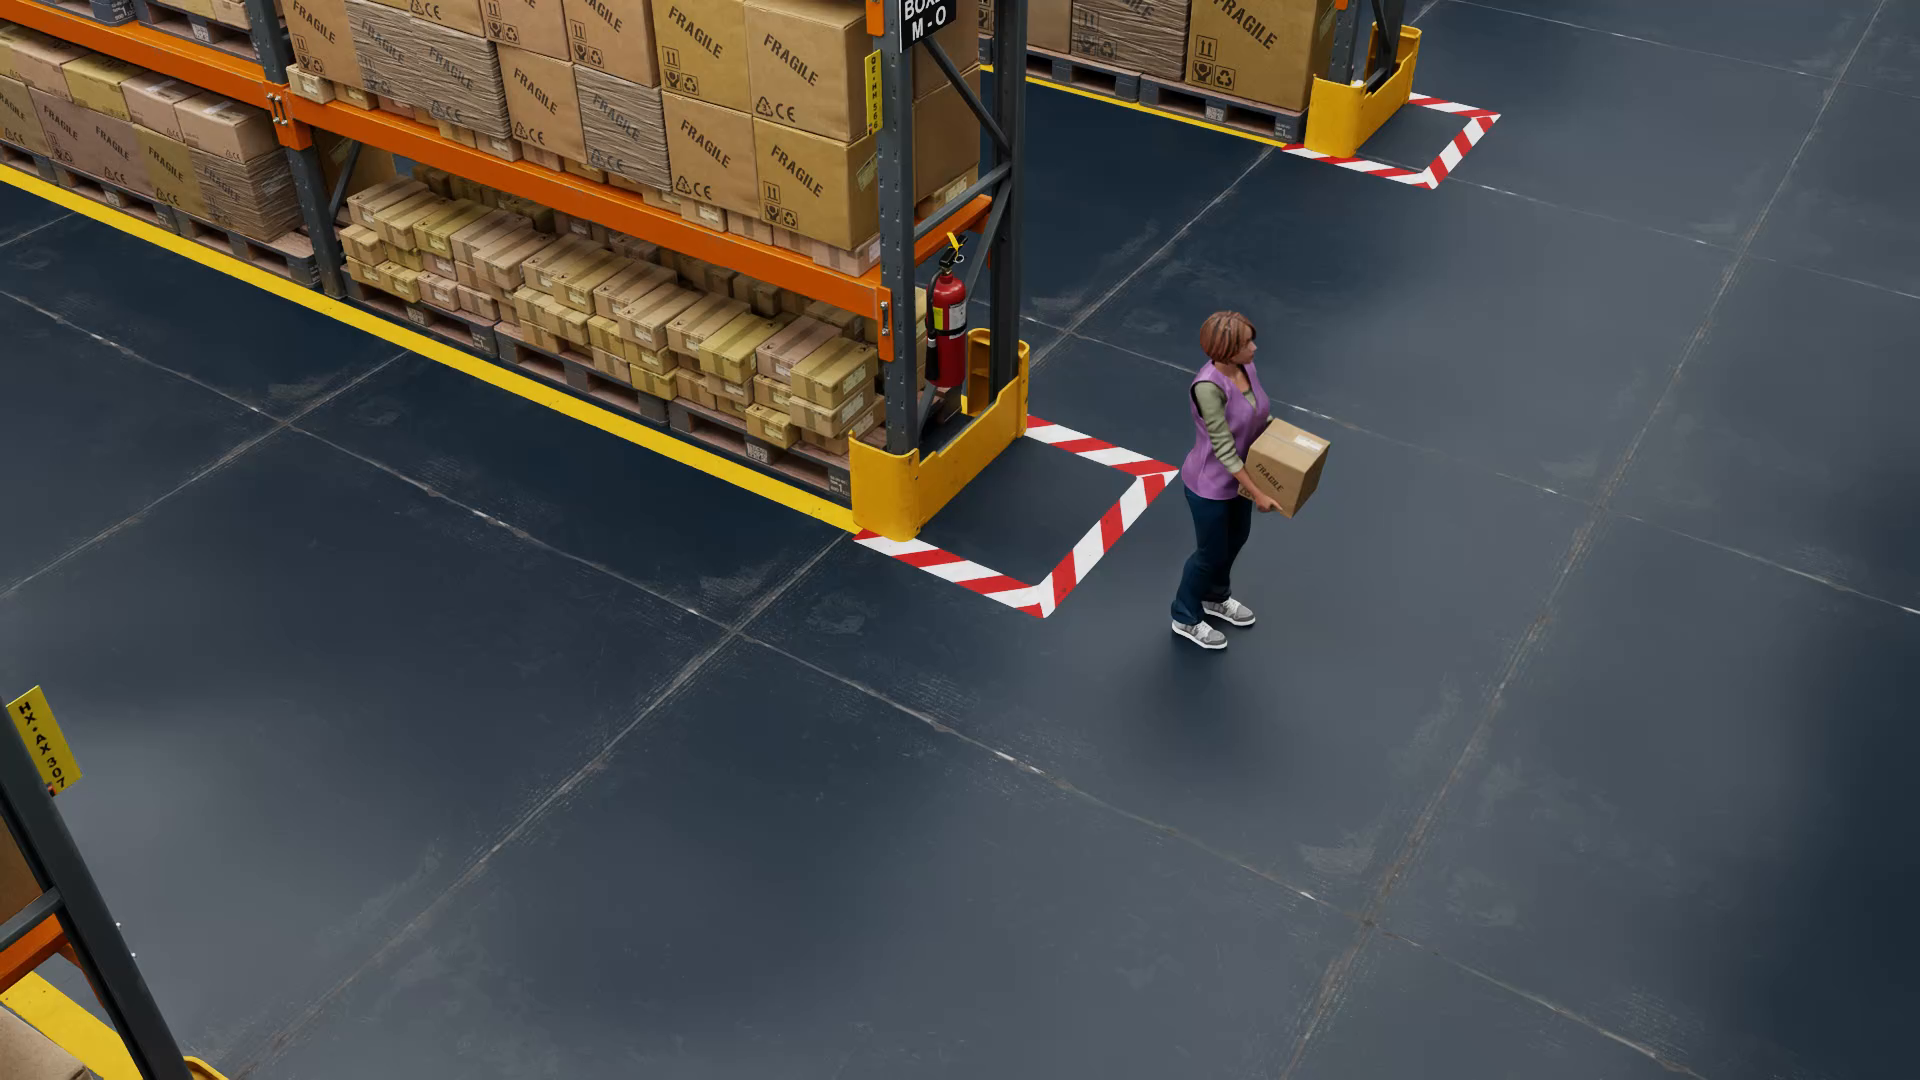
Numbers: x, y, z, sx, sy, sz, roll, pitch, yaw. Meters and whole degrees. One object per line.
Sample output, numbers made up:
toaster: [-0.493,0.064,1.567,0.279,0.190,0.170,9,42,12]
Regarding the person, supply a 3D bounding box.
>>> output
person: [1.171,-0.222,6.965,0.499,1.590,0.404,23,44,25]
